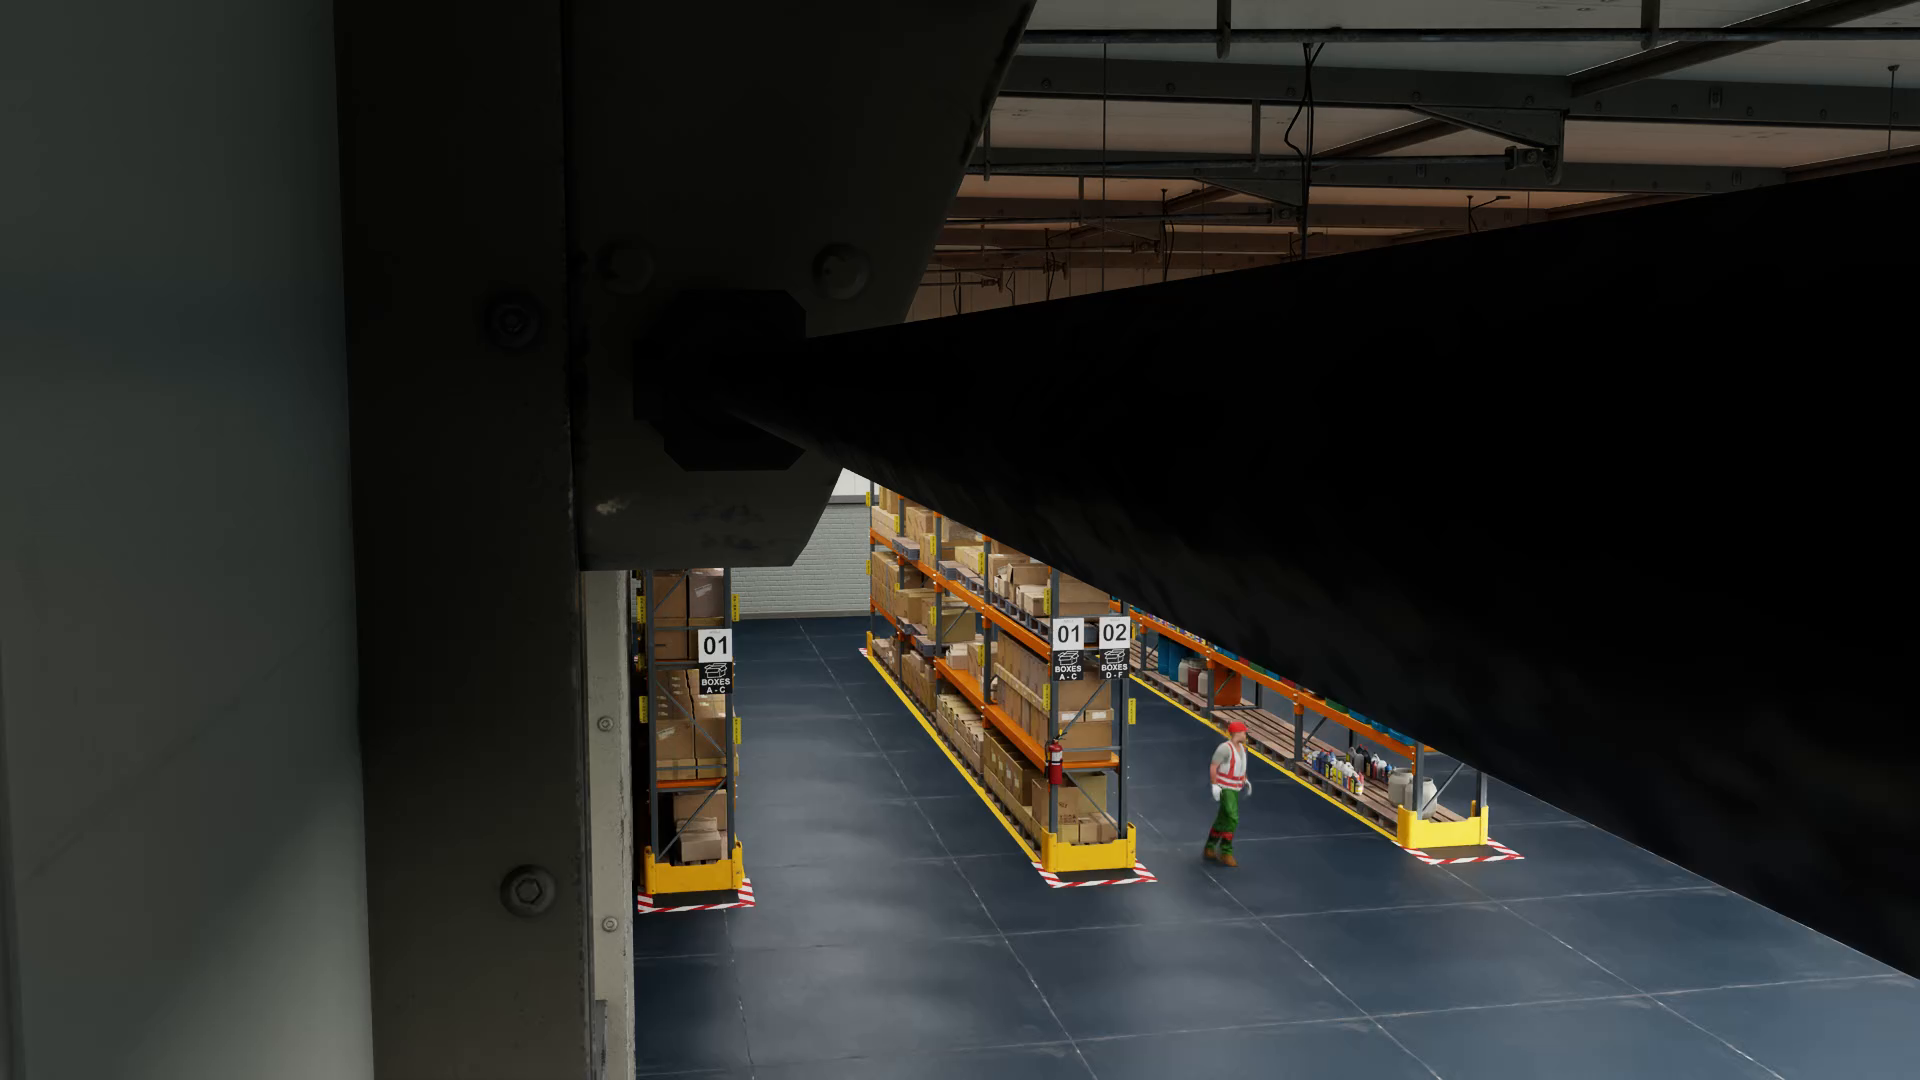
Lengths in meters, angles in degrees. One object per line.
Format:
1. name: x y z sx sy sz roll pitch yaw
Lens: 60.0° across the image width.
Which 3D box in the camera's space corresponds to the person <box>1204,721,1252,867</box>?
1. person: 3.467 3.213 21.336 0.619 1.754 0.731 5 8 42
